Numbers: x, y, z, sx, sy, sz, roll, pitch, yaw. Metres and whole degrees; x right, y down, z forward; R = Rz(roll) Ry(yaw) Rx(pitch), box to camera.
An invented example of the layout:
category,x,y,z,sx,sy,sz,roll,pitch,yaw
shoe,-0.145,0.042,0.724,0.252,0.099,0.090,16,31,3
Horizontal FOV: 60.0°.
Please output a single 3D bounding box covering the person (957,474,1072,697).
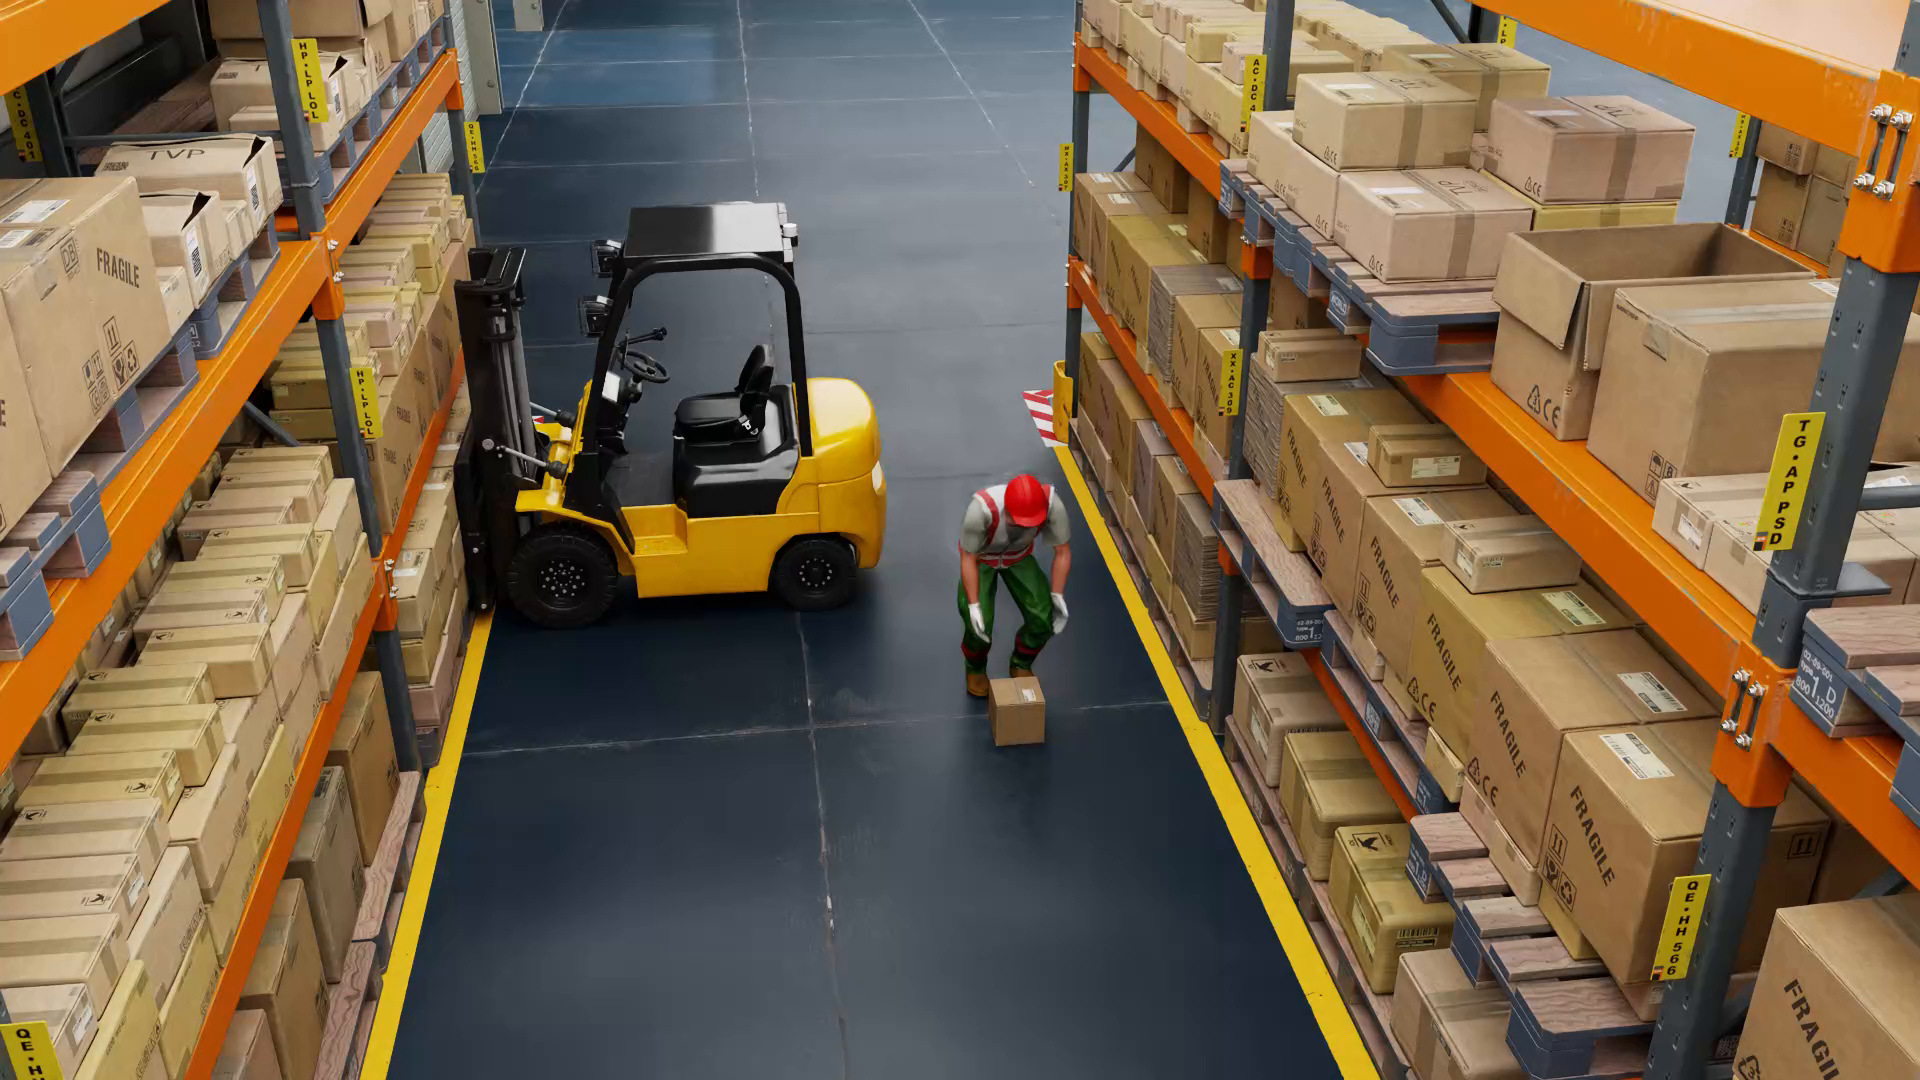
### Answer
category,x,y,z,sx,sy,sz,roll,pitch,yaw
person,0.273,0.190,8.667,0.584,1.381,0.782,-4,27,-9
